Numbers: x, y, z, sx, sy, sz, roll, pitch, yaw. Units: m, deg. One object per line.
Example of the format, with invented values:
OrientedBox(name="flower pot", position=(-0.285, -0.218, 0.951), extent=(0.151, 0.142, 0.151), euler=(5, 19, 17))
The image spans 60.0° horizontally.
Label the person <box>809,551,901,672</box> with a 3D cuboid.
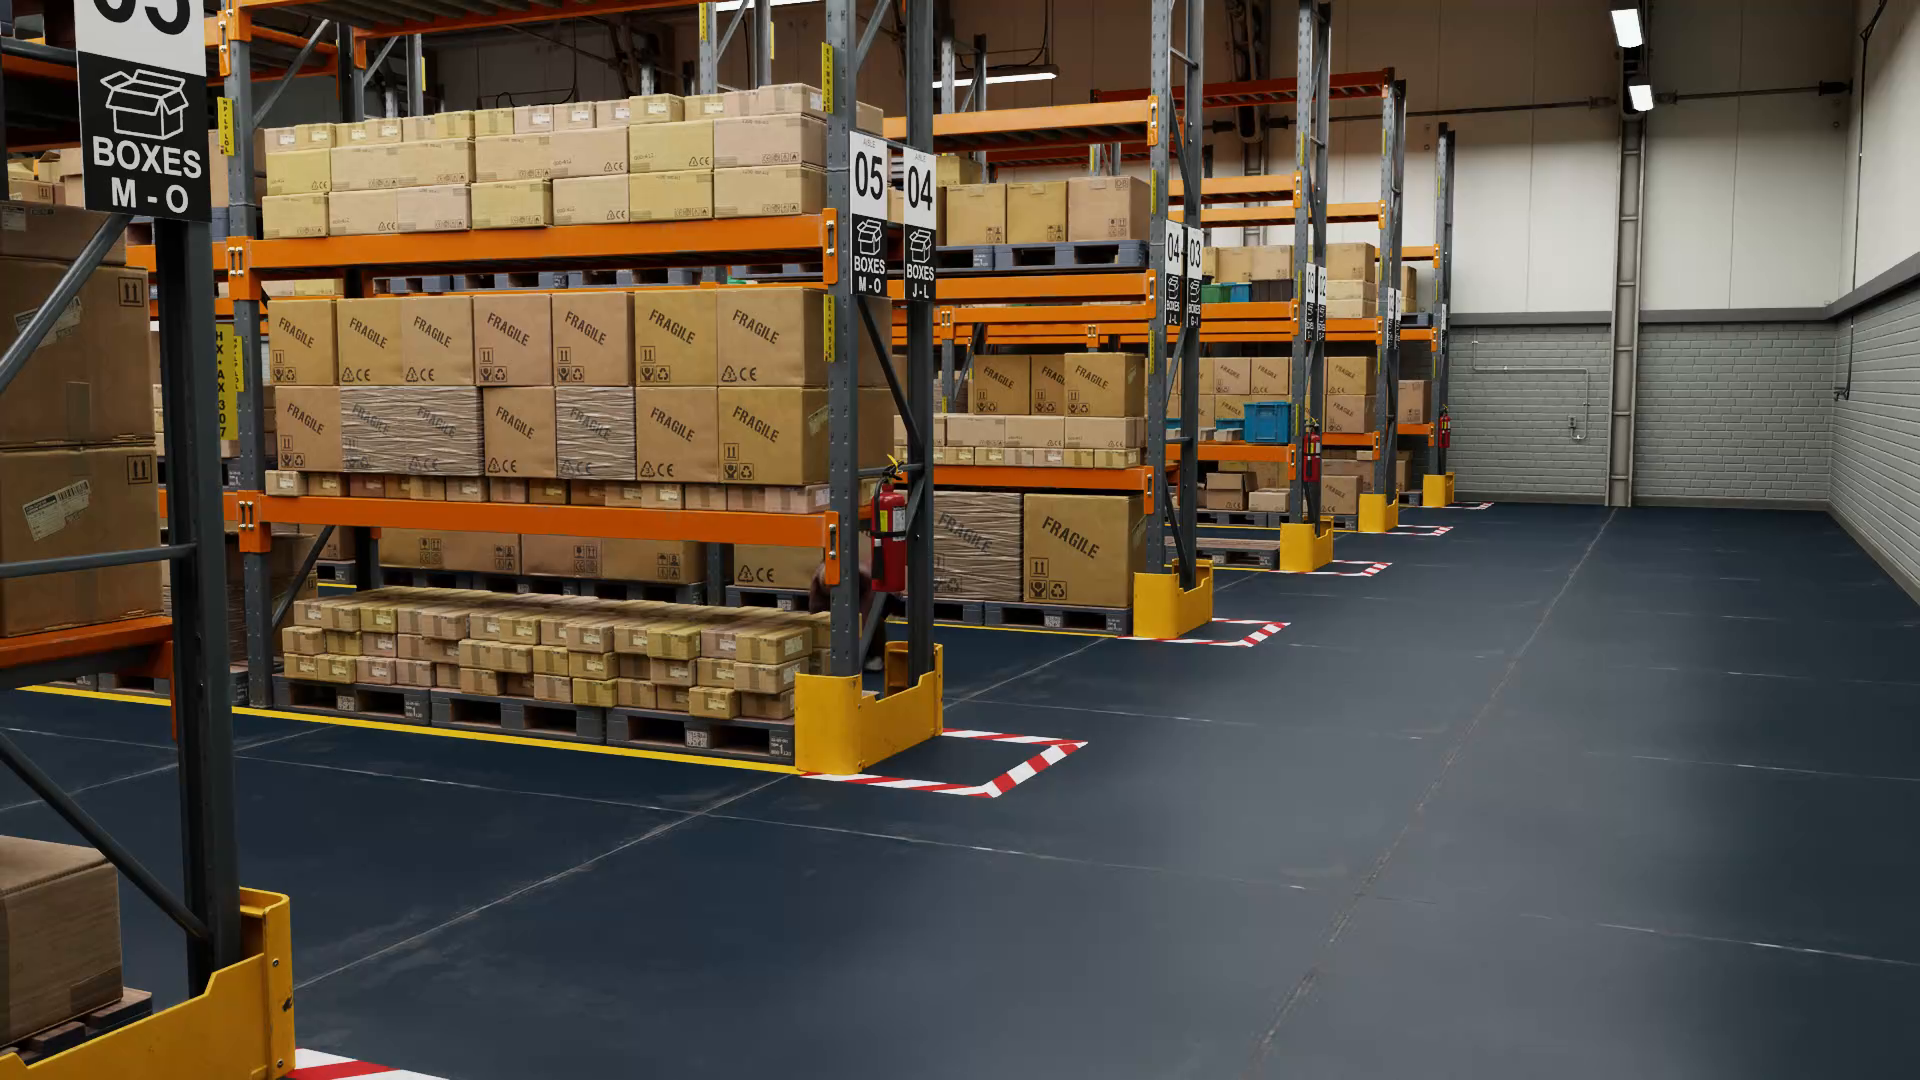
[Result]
OrientedBox(name="person", position=(-0.735, 0.506, 11.355), extent=(0.572, 0.832, 0.947), euler=(2, 6, 22))
